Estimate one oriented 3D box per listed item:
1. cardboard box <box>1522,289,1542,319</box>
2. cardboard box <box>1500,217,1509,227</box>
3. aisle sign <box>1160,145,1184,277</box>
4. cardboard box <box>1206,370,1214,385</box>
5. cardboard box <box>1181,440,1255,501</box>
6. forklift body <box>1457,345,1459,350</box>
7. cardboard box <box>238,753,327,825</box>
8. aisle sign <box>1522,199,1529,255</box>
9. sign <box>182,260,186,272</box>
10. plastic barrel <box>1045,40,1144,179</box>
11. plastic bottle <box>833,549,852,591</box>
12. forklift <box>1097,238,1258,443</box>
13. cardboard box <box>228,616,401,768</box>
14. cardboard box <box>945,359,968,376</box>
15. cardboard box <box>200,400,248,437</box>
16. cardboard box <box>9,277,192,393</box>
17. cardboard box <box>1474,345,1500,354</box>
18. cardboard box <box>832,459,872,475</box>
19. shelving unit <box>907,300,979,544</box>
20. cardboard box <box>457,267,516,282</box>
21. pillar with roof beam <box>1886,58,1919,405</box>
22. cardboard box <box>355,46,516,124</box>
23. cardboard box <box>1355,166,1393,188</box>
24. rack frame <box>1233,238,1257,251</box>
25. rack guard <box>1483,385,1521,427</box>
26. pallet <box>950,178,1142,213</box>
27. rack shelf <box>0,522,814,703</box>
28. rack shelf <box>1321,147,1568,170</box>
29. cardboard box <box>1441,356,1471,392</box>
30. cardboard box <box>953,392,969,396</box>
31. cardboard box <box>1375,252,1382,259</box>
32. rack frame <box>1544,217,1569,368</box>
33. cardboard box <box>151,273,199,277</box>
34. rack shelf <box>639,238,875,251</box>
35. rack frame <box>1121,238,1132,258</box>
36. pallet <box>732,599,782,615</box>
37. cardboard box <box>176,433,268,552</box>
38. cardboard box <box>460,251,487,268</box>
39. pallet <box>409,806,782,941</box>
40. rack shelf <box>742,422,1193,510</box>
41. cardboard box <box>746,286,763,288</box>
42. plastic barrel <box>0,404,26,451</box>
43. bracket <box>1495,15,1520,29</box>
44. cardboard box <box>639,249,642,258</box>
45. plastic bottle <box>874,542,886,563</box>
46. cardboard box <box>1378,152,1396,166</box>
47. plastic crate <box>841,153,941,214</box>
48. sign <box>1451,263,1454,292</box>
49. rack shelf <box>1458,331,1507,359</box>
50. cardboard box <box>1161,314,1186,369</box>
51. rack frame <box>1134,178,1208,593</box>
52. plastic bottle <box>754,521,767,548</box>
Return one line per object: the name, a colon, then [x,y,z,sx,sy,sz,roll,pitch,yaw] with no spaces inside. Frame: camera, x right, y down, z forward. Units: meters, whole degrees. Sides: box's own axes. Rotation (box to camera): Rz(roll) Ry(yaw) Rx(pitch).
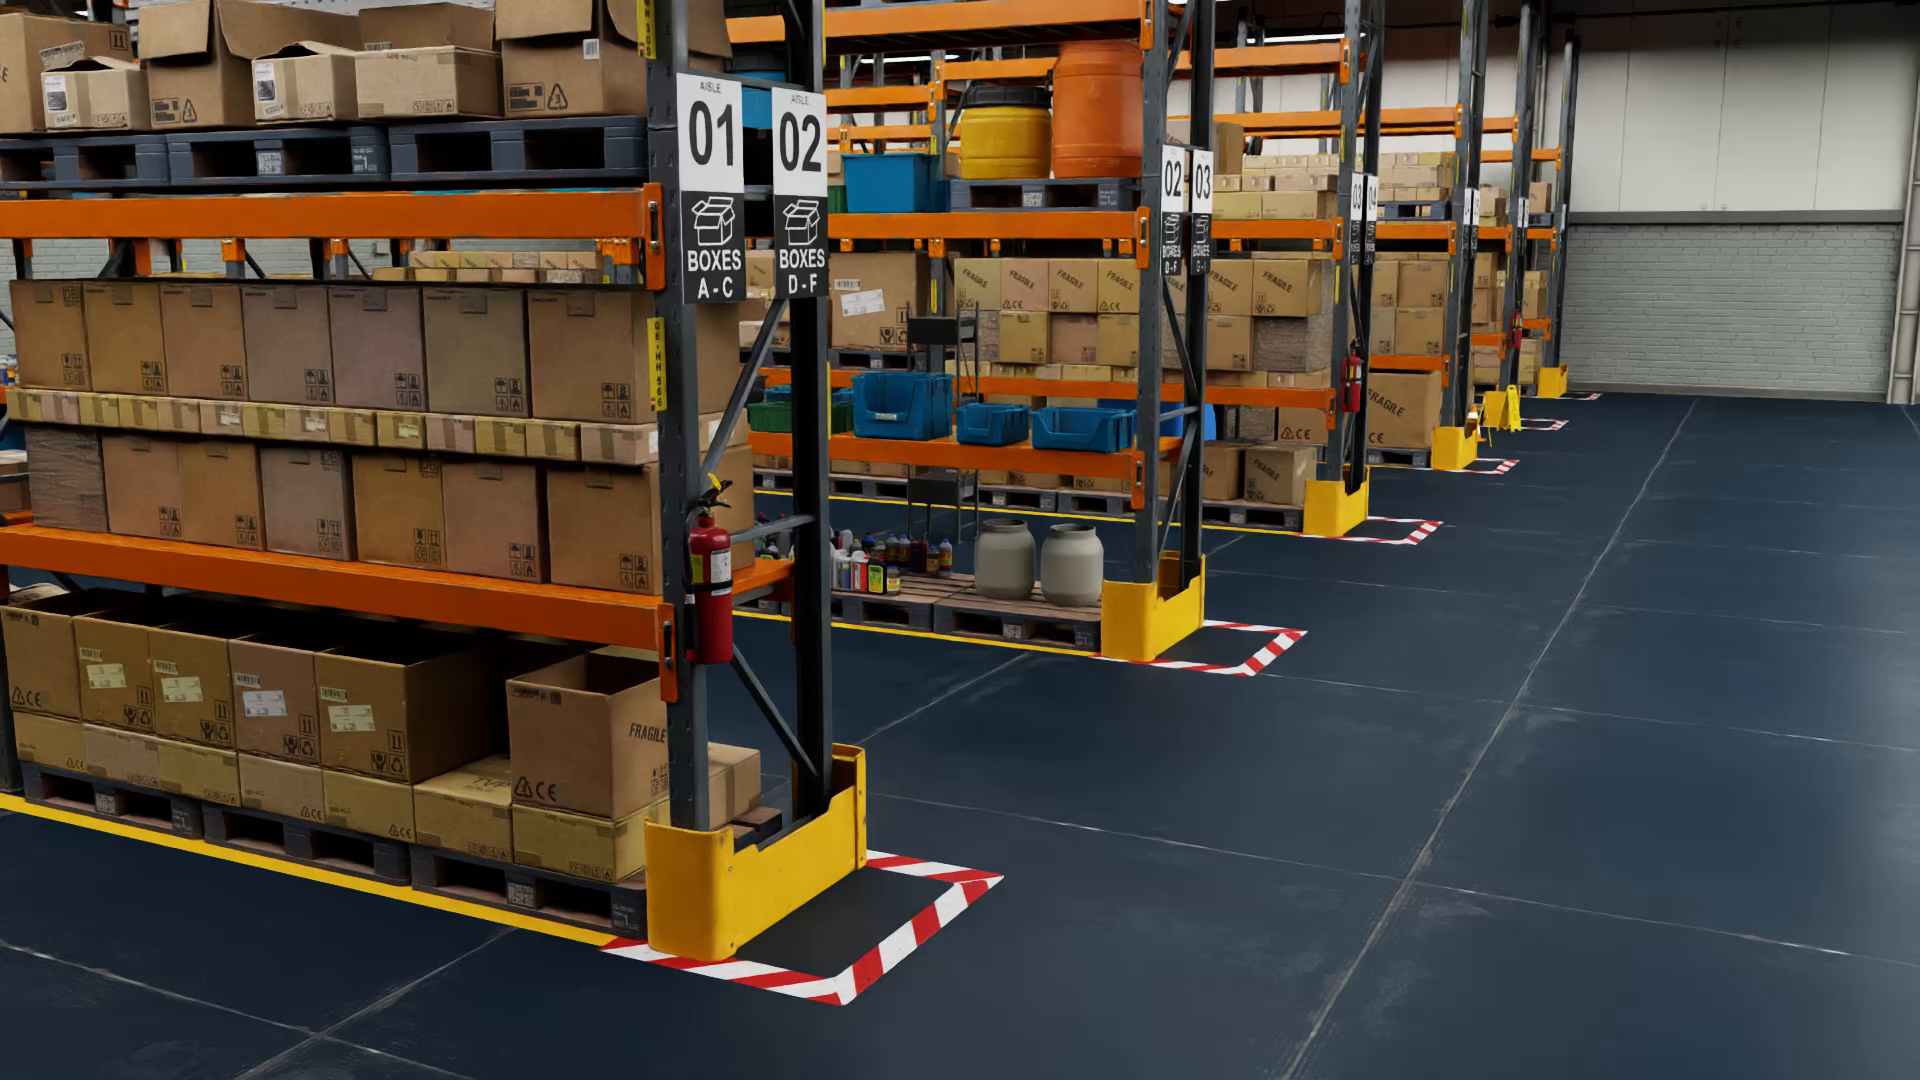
cardboard box: [9.594,-4.022,28.303,0.500,0.500,0.500,5,11,25]
cardboard box: [7.805,-4.613,24.134,0.250,0.149,0.380,5,11,26]
aisle sign: [1.315,-2.035,10.307,0.004,0.787,0.394,5,11,26]
cardboard box: [2.333,-1.546,15.608,0.250,0.149,0.380,5,11,26]
cardboard box: [2.470,-0.670,15.904,0.500,0.500,0.500,9,14,41]
forklift body: [7.644,-3.416,27.621,1.214,2.155,2.313,5,11,26]
cardboard box: [-2.775,1.017,7.285,0.500,0.250,0.500,5,11,26]
aisle sign: [8.151,-4.507,23.963,0.004,0.787,0.394,5,11,26]
sign: [-10.522,-3.633,22.517,0.005,0.325,0.100,5,11,26]
plastic barrel: [0.890,-2.721,10.589,0.708,0.830,0.600,5,11,26]
plastic bottle: [-0.797,0.205,11.642,0.135,0.276,0.152,5,11,24]
forklift: [2.651,-2.267,19.081,1.130,2.935,3.031,6,12,29]
cardboard box: [-2.776,0.648,7.215,0.500,0.500,0.500,5,11,26]
cardboard box: [0.046,-1.727,16.607,0.250,0.149,0.380,5,11,26]
cardboard box: [-3.087,-0.549,7.292,0.250,0.149,0.380,5,11,24]
cardboard box: [-3.999,-0.987,7.892,0.500,0.500,0.700,5,11,26]
cardboard box: [9.140,-3.347,28.590,0.500,0.250,0.500,5,12,27]
cardboard box: [-0.974,-0.994,17.638,0.500,0.500,0.700,5,11,25]
shelving unit: [-0.148,-1.046,14.669,0.503,2.100,0.431,5,11,26]
cardboard box: [-5.436,-2.937,19.492,0.637,0.503,0.797,5,12,28]
pillar with roof beam: [13.402,-5.966,22.482,0.548,9.000,9.100,5,11,26]
cardboard box: [-1.962,-1.745,6.427,0.500,0.250,0.500,5,11,26]
cardboard box: [4.848,-4.222,19.394,0.500,0.250,0.500,5,11,26]
rack frame: [4.372,-3.498,25.689,0.127,3.000,1.000,5,11,26]
rack guard: [7.891,-1.959,24.203,0.348,0.500,1.175,5,11,26]
pallet: [0.684,-2.273,11.028,1.213,0.211,1.003,5,11,26]
rack shelf: [-2.606,0.178,7.397,4.000,0.370,1.077,5,11,26]
rack shelf: [8.358,-6.535,28.766,4.000,0.370,1.077,5,11,26]
cardboard box: [7.125,-2.427,24.207,0.500,0.500,0.500,5,11,26]
cardboard box: [-0.023,-1.984,22.459,0.750,0.750,1.050,5,11,27]
cardboard box: [6.065,-4.002,24.551,0.500,0.500,0.700,5,11,25]
rack frame: [10.152,-3.976,28.329,0.127,3.000,1.000,5,11,26]
cardboard box: [-10.015,-3.182,21.424,0.500,0.500,0.500,5,11,24]
rack shelf: [-3.109,-4.294,23.686,4.000,0.370,1.077,5,11,26]
rack frame: [2.272,-2.700,21.277,0.127,3.000,1.000,5,11,26]
pallet: [-1.621,0.307,12.493,1.213,0.211,1.003,5,11,26]
cardboard box: [-3.075,-0.268,7.562,0.500,0.500,0.700,5,11,27]
cardboard box: [-7.292,-4.172,25.487,0.500,0.500,0.500,5,11,25]
pallet: [-1.517,1.300,7.007,1.213,0.211,1.003,5,11,26]
rack shelf: [-0.411,-0.613,11.767,4.000,0.370,1.077,5,11,26]
cardboard box: [-3.045,-3.581,24.006,0.250,0.149,0.380,5,11,25]
plastic barrel: [-8.899,-0.883,15.954,0.708,0.901,0.600,5,11,26]
bracket: [9.397,-8.874,28.441,0.430,0.232,0.235,5,11,26]
cardboard box: [-5.745,-5.184,30.094,0.250,0.149,0.380,5,12,28]
plastic bottle: [-0.592,0.116,12.342,0.097,0.201,0.097,0,10,0]
cardboard box: [4.954,-4.397,19.242,0.250,0.149,0.380,5,12,27]
plastic crate: [-0.461,-2.379,11.131,0.575,0.384,0.392,5,11,26]
sign: [5.607,-2.985,18.938,0.005,0.325,0.100,5,11,26]
rack shelf: [6.165,-2.986,24.882,4.000,0.370,1.077,5,11,26]
cardboard box: [2.162,-1.910,15.798,0.500,0.500,0.875,5,11,26]
rack frame: [1.382,-0.809,10.832,0.127,3.000,1.000,5,11,26]
plastic bottle: [-1.564,-0.010,12.617,0.185,0.351,0.144,5,11,26]
